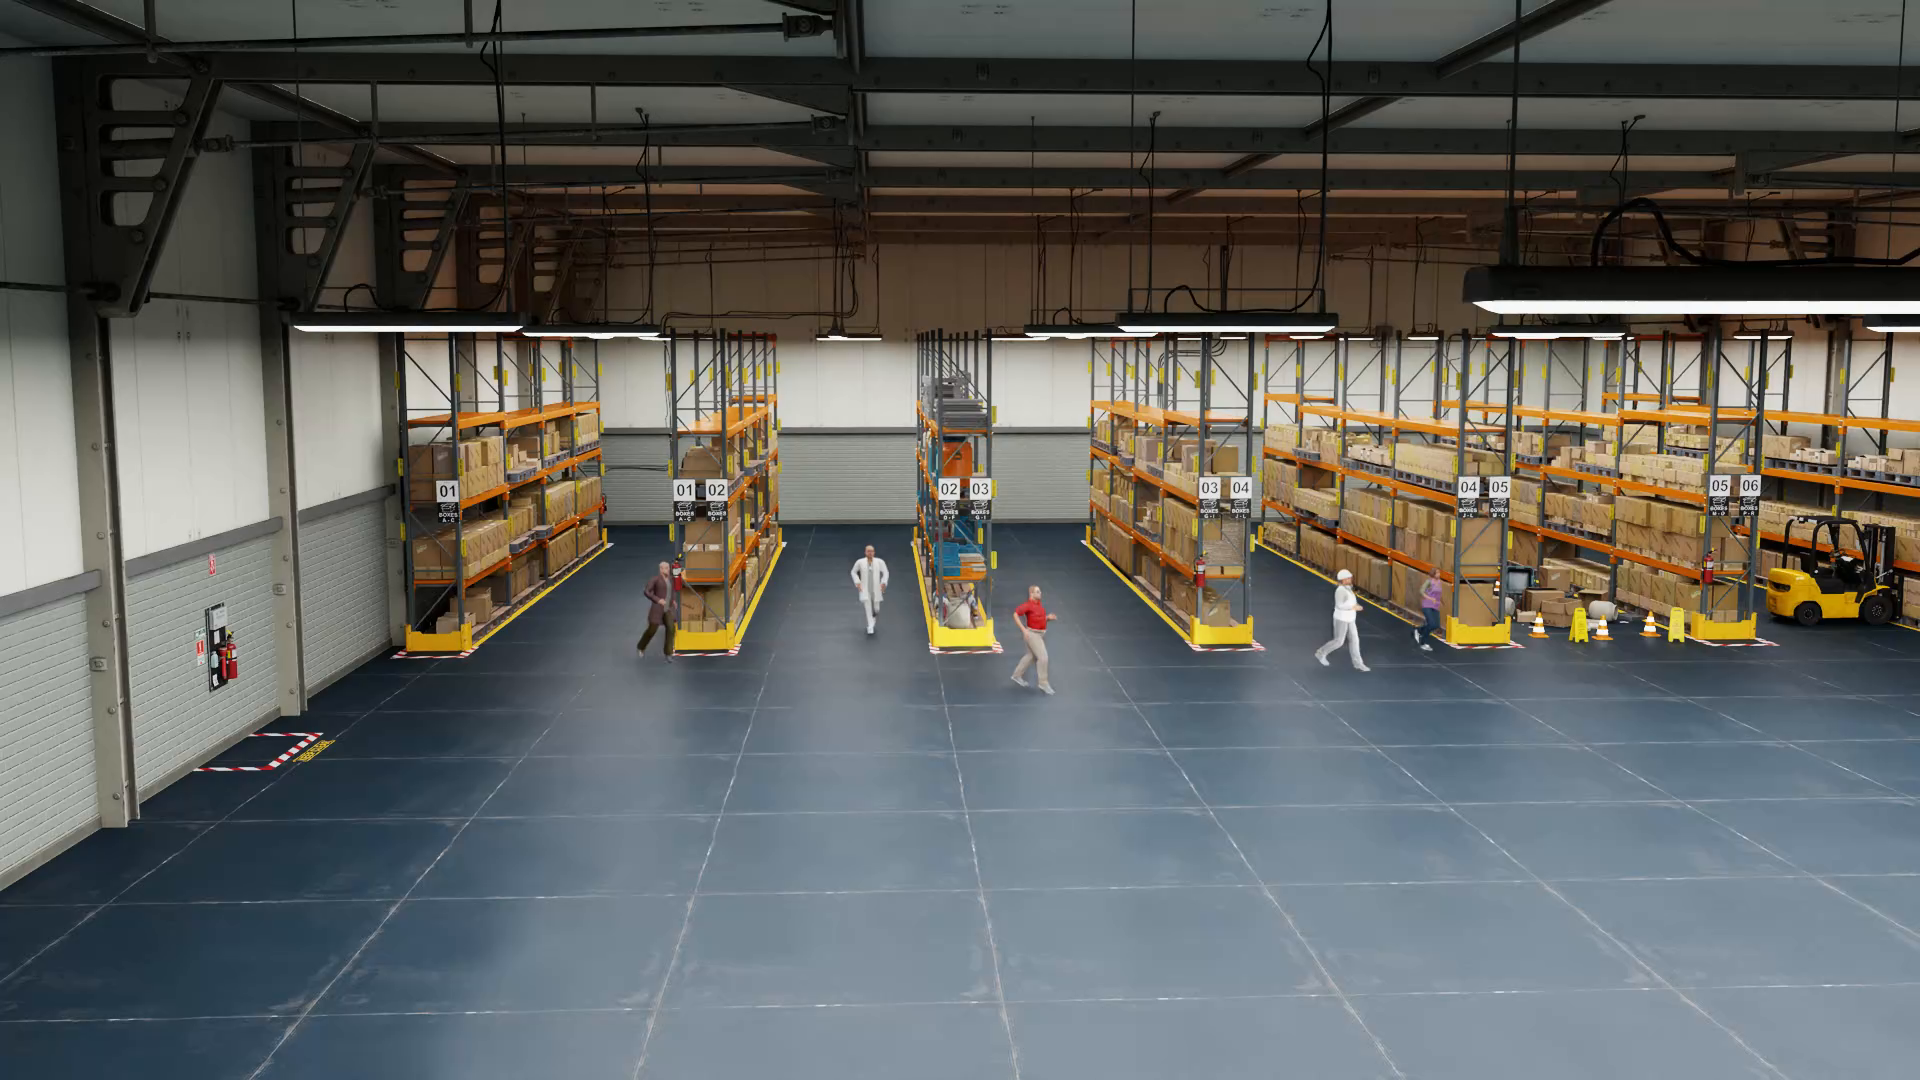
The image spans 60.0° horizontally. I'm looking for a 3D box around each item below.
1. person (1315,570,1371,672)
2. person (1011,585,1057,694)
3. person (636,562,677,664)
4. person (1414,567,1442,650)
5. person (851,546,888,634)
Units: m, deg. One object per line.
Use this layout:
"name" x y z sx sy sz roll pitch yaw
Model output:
"person" 6.709 1.398 29.099 0.970 1.776 0.664 4 8 32
"person" 1.212 1.636 27.447 0.837 1.788 0.640 2 7 19
"person" -5.390 1.296 30.188 0.960 1.792 0.763 6 9 44
"person" 8.868 1.283 31.356 0.567 1.553 0.592 -4 8 -32
"person" -1.791 0.970 33.018 0.751 1.733 0.774 -1 7 -9
